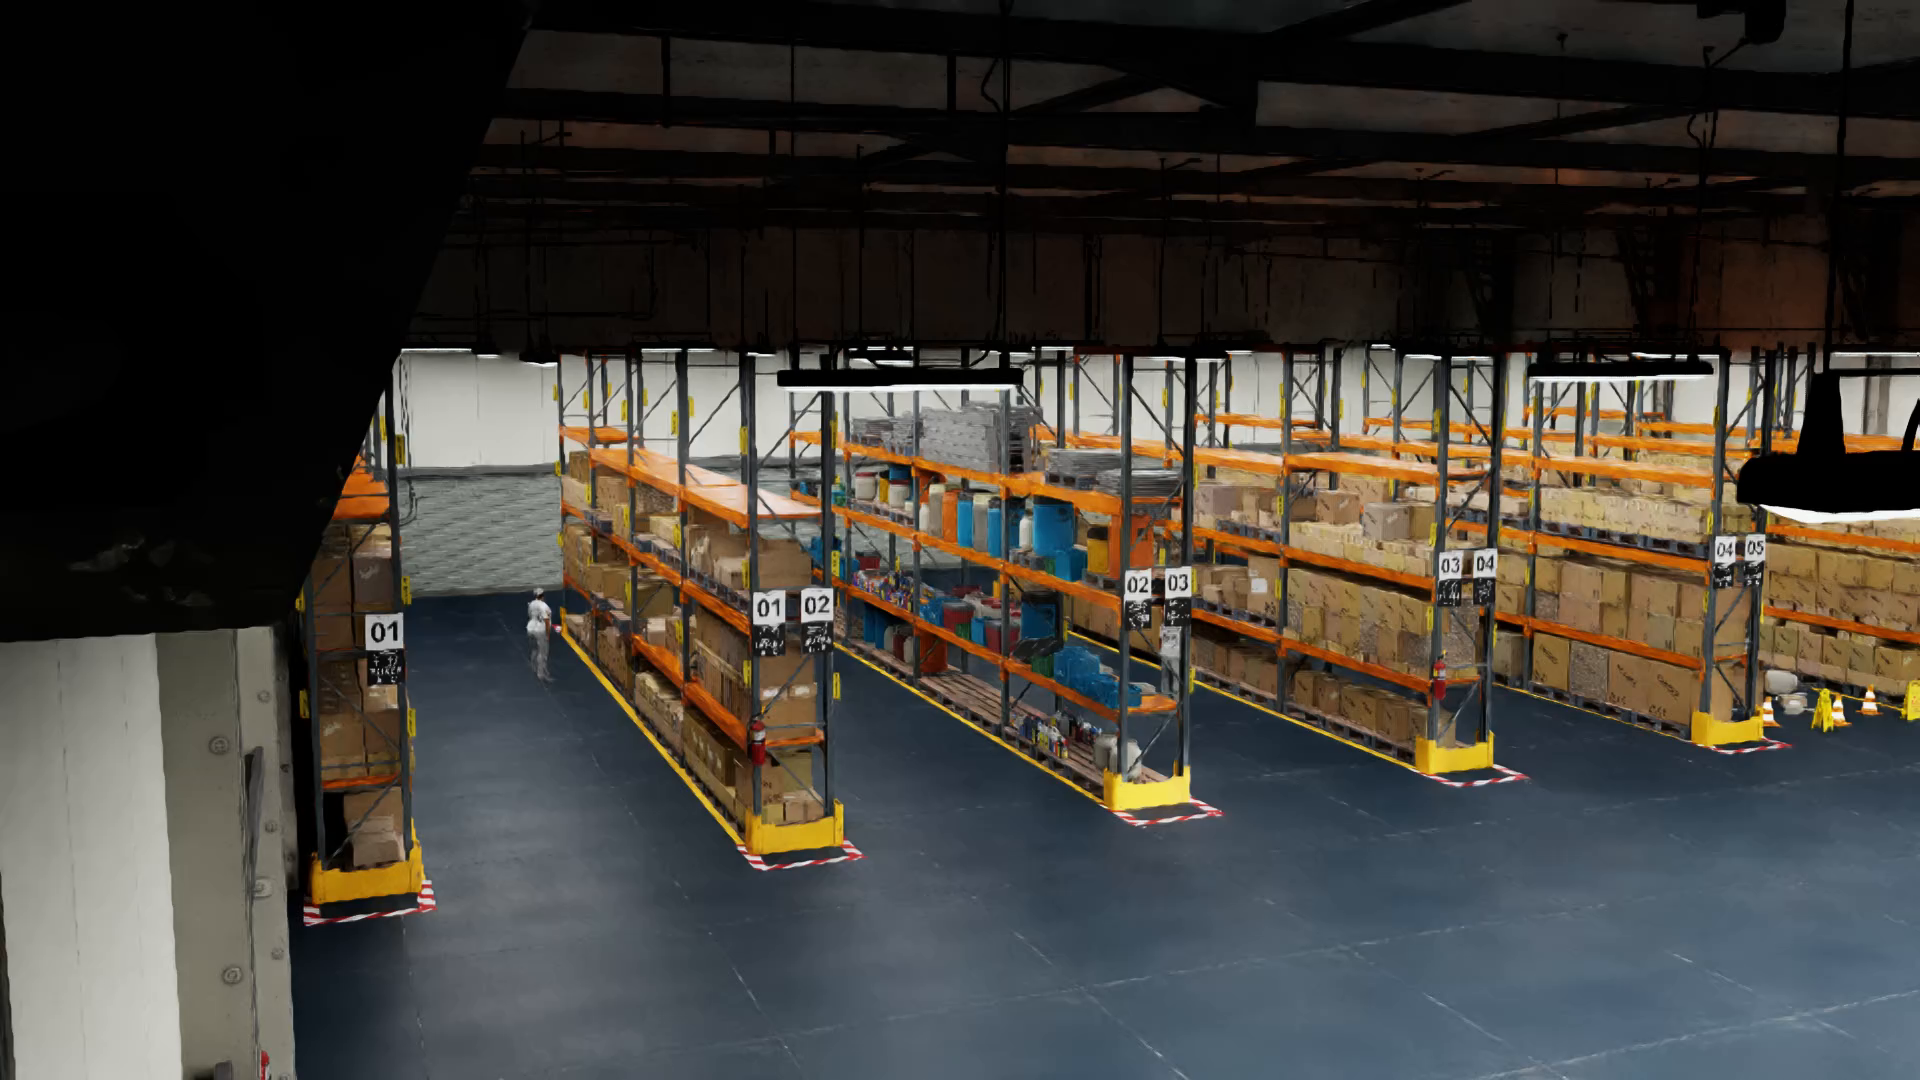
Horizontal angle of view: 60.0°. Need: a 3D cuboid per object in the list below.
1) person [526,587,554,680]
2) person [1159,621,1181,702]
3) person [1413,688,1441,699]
[{"bbox_3d":[-7.590,1.679,30.107,0.534,1.671,0.449,5,9,36],"label":"person"},{"bbox_3d":[3.577,1.941,27.660,0.593,1.759,0.476,6,9,39],"label":"person"},{"bbox_3d":[8.023,1.813,28.562,0.649,1.772,0.463,6,9,39],"label":"person"}]
